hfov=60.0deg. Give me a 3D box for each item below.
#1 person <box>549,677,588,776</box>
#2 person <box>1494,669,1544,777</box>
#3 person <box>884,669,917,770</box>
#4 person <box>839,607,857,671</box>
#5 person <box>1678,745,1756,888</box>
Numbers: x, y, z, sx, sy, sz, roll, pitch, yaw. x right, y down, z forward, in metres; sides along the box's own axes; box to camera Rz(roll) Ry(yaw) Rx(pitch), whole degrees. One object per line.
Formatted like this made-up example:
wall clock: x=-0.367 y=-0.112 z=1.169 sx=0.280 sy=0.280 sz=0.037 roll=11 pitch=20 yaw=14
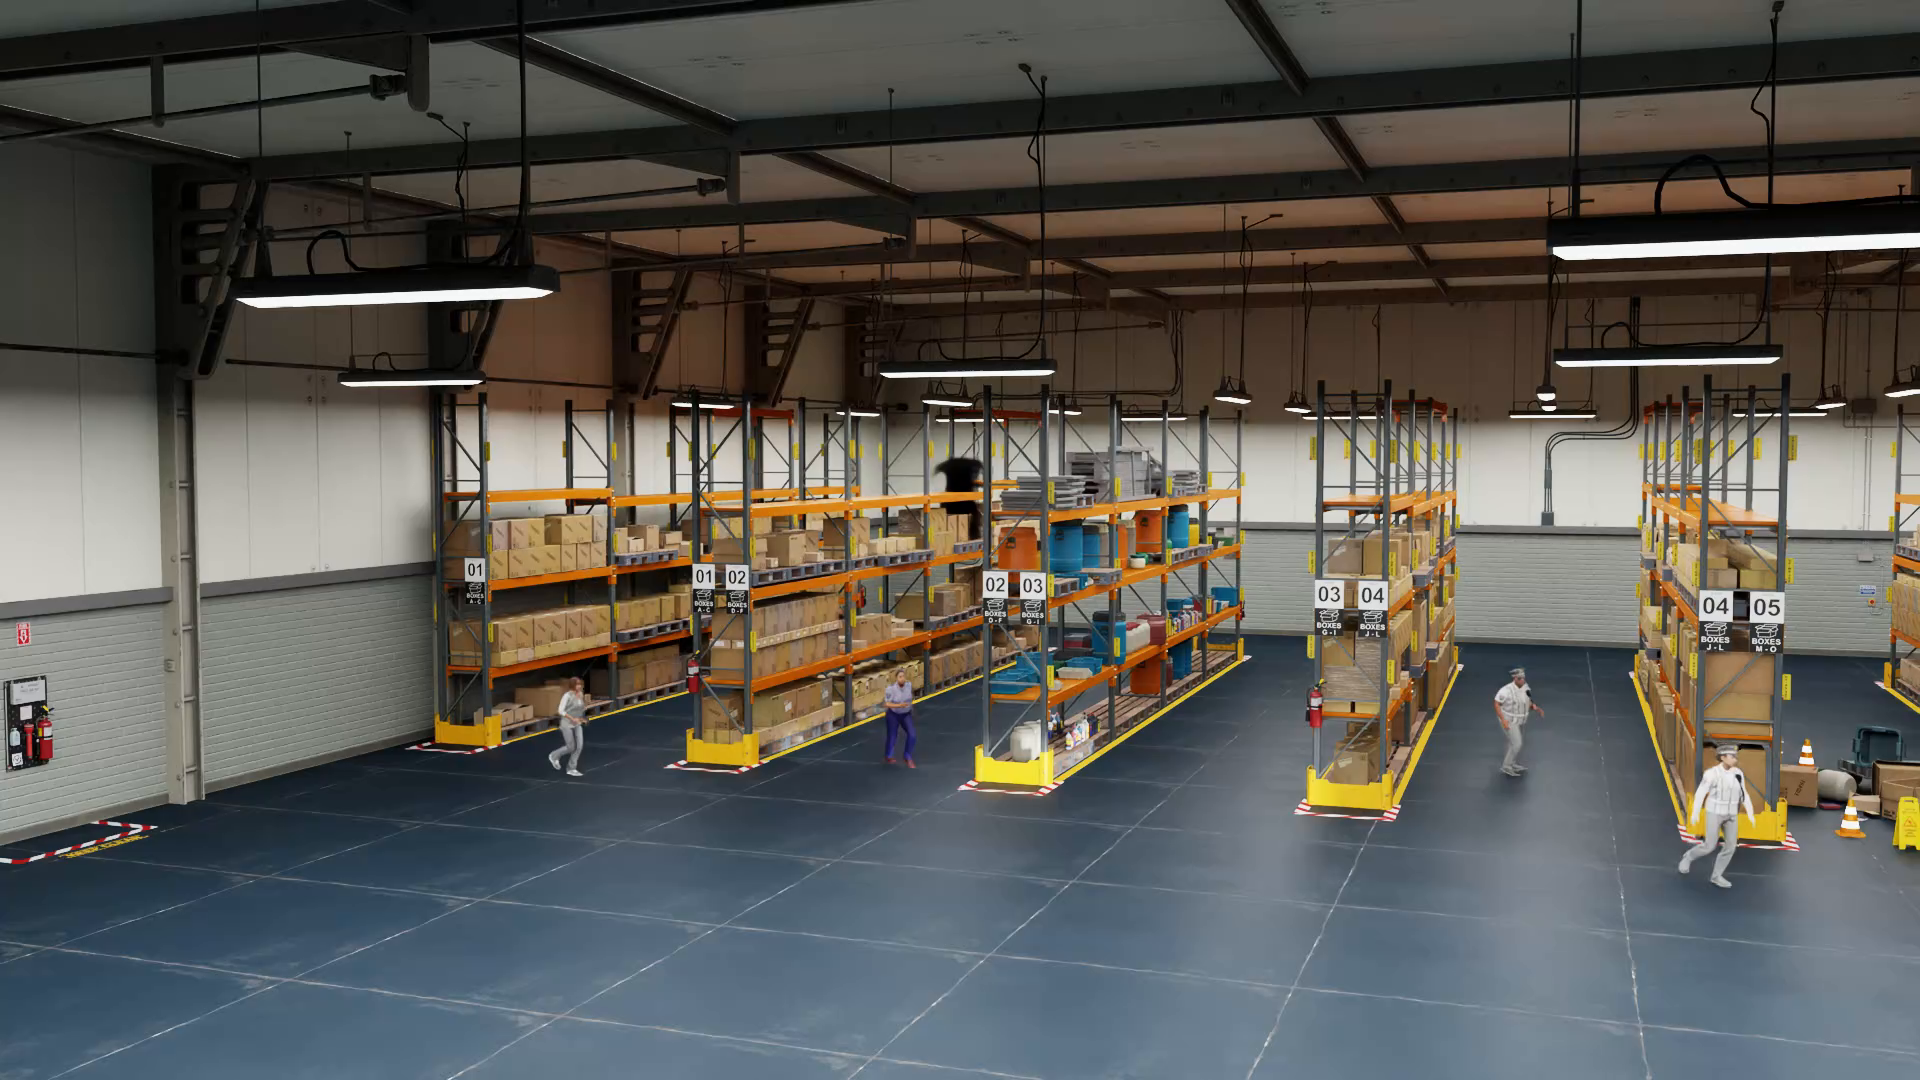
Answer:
person: x=-6.057 y=2.872 z=25.705 sx=0.688 sy=1.548 sz=0.536 roll=2 pitch=4 yaw=32
person: x=8.635 y=2.810 z=25.761 sx=0.720 sy=1.703 sz=0.800 roll=-2 pitch=4 yaw=-36
person: x=-0.967 y=2.813 z=26.216 sx=0.541 sy=1.601 sz=0.905 roll=-1 pitch=3 yaw=-21
person: x=-2.520 y=2.252 z=36.141 sx=0.598 sy=1.627 sz=0.840 roll=1 pitch=3 yaw=21
person: x=8.733 y=3.122 z=19.195 sx=0.648 sy=1.588 sz=0.651 roll=-1 pitch=3 yaw=-11
